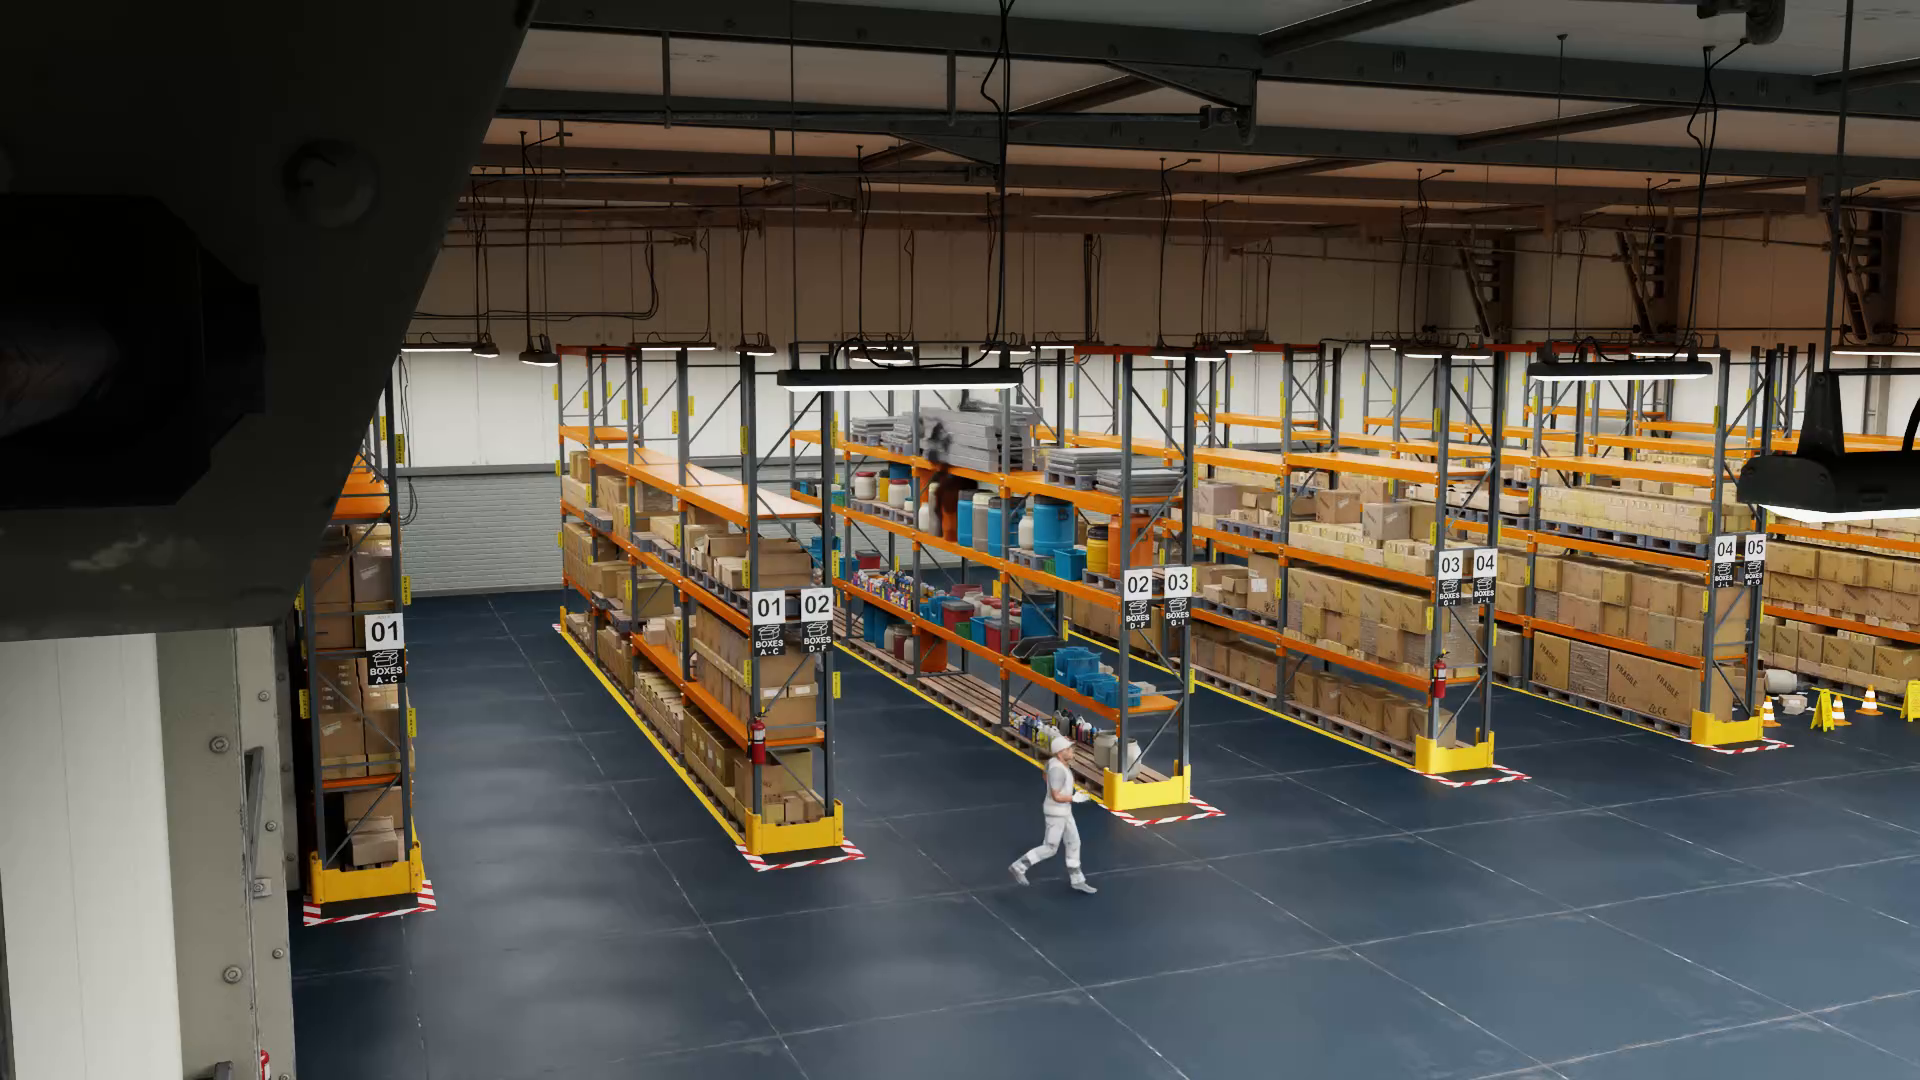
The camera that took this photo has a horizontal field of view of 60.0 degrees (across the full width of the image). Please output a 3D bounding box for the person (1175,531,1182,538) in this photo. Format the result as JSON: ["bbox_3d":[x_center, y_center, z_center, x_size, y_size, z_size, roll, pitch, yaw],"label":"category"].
[{"bbox_3d":[5.467,0.181,41.645,0.917,1.713,0.769,2,7,12],"label":"person"}]

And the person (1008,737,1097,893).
[{"bbox_3d":[1.054,3.082,18.667,0.991,1.794,0.669,1,7,9],"label":"person"}]

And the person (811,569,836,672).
[{"bbox_3d":[-2.511,1.415,29.539,0.662,1.822,0.925,-4,8,-28],"label":"person"}]
